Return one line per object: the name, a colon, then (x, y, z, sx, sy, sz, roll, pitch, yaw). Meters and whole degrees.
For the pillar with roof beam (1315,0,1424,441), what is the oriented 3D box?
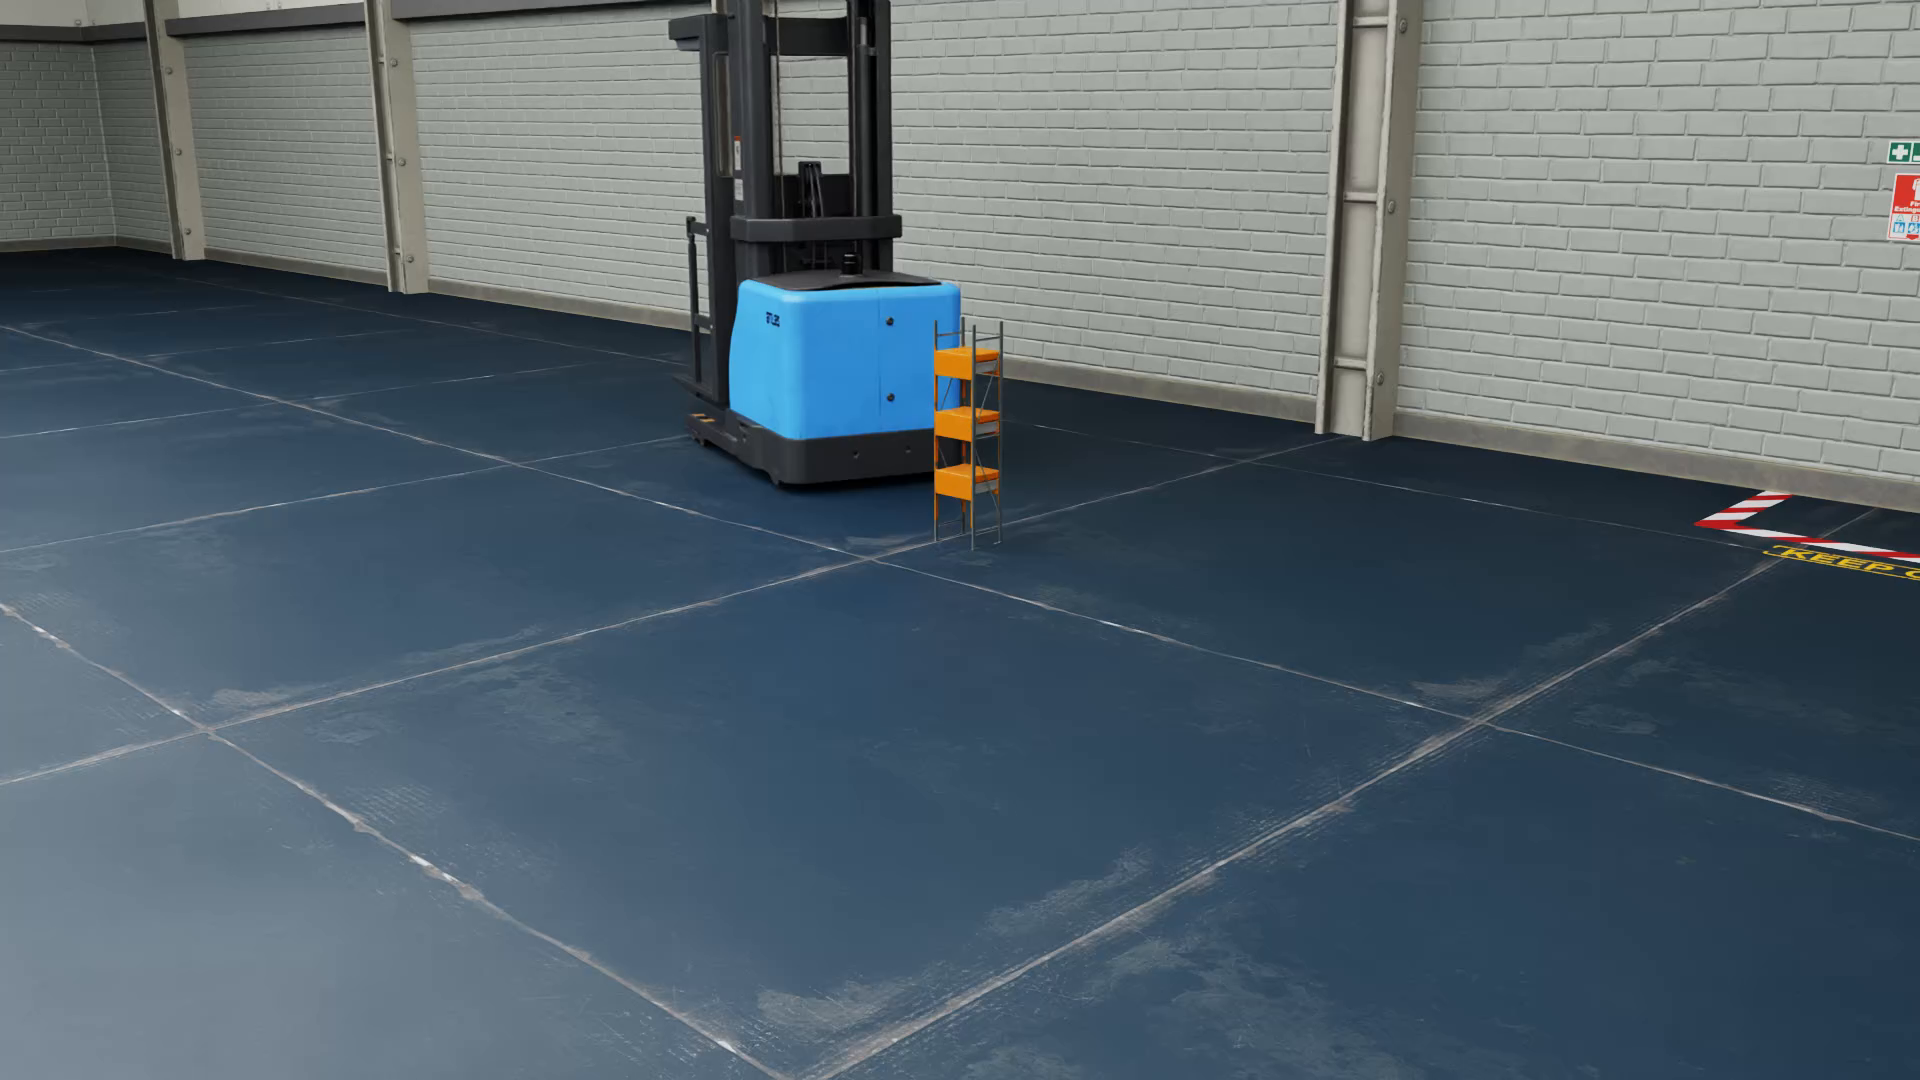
pillar with roof beam: (-0.494, -4.245, 6.378, 0.400, 9.000, 9.100, 14, 20, 42)

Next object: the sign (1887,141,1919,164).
sign: (4.731, -1.900, 8.153, 0.331, 0.109, 0.001, 14, 20, 42)

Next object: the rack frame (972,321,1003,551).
rack frame: (0.126, -0.477, 7.682, 0.008, 1.050, 0.200, 14, 20, 42)

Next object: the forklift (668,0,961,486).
forklift: (-1.055, -2.035, 9.930, 1.130, 2.935, 3.031, -7, 16, -24)

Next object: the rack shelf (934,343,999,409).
rack shelf: (0.039, -0.763, 7.695, 0.240, 0.259, 0.215, 14, 20, 42)

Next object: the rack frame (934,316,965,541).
rack frame: (-0.049, -0.520, 7.846, 0.008, 1.050, 0.200, 14, 20, 42)

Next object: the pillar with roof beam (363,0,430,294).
pillar with roof beam: (-9.133, -6.346, 14.438, 0.400, 9.000, 9.100, 14, 20, 42)

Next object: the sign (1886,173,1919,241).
sign: (4.734, -1.646, 8.229, 0.234, 0.329, 0.001, 14, 20, 42)

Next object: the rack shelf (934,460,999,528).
rack shelf: (0.039, -0.219, 7.837, 0.240, 0.259, 0.215, 14, 20, 42)

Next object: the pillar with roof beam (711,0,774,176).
pillar with roof beam: (-4.813, -5.295, 10.408, 0.400, 9.000, 9.100, 14, 20, 42)

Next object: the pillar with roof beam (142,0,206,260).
pillar with roof beam: (-13.452, -7.396, 18.468, 0.400, 9.000, 9.100, 14, 20, 42)

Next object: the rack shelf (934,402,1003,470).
rack shelf: (0.039, -0.488, 7.766, 0.240, 0.259, 0.215, 14, 20, 42)

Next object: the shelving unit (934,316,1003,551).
shelving unit: (0.039, -0.499, 7.764, 0.252, 1.050, 0.215, 14, 20, 42)
